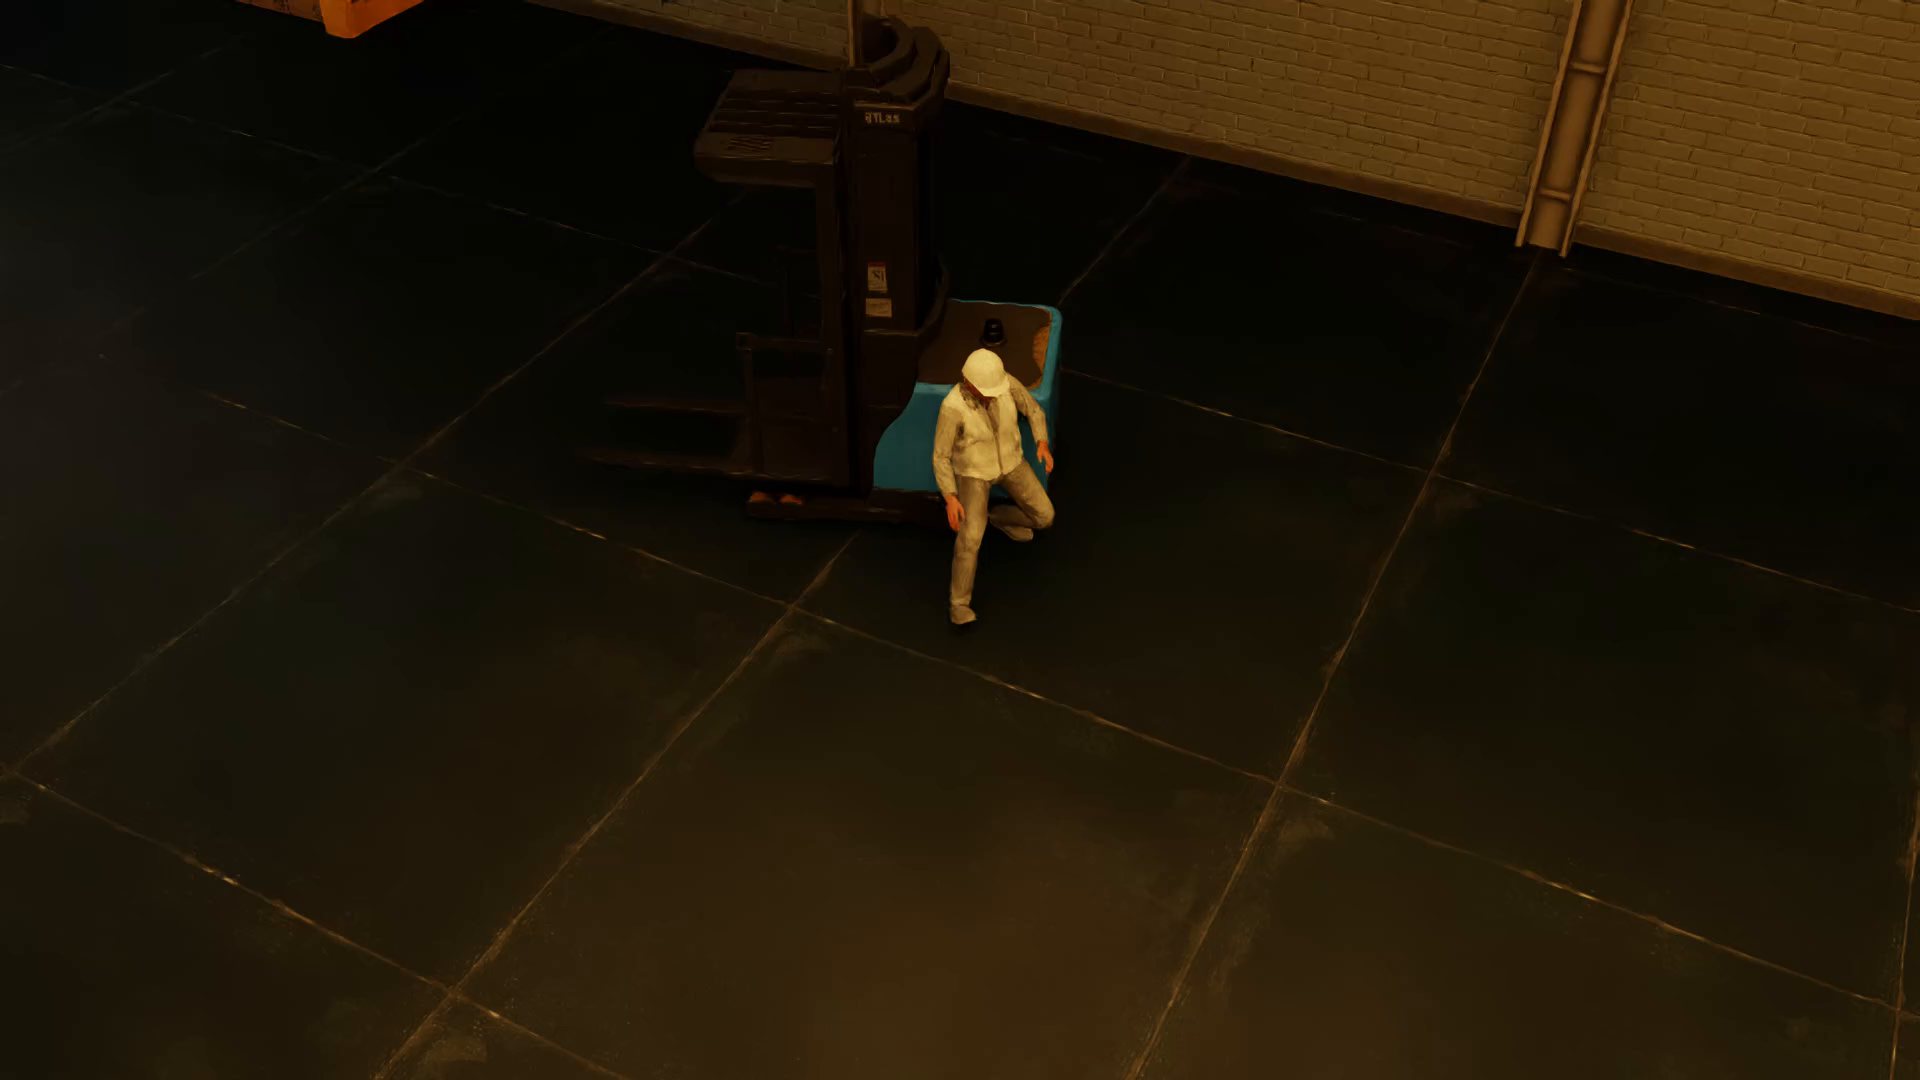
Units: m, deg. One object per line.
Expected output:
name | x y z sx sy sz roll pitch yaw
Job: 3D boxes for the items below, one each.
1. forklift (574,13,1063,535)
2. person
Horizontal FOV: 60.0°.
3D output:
forklift | -0.907 -1.570 9.851 3.031 2.935 1.130 5 40 6
person | 0.175 -0.344 9.469 0.829 1.588 0.800 -21 44 -23
